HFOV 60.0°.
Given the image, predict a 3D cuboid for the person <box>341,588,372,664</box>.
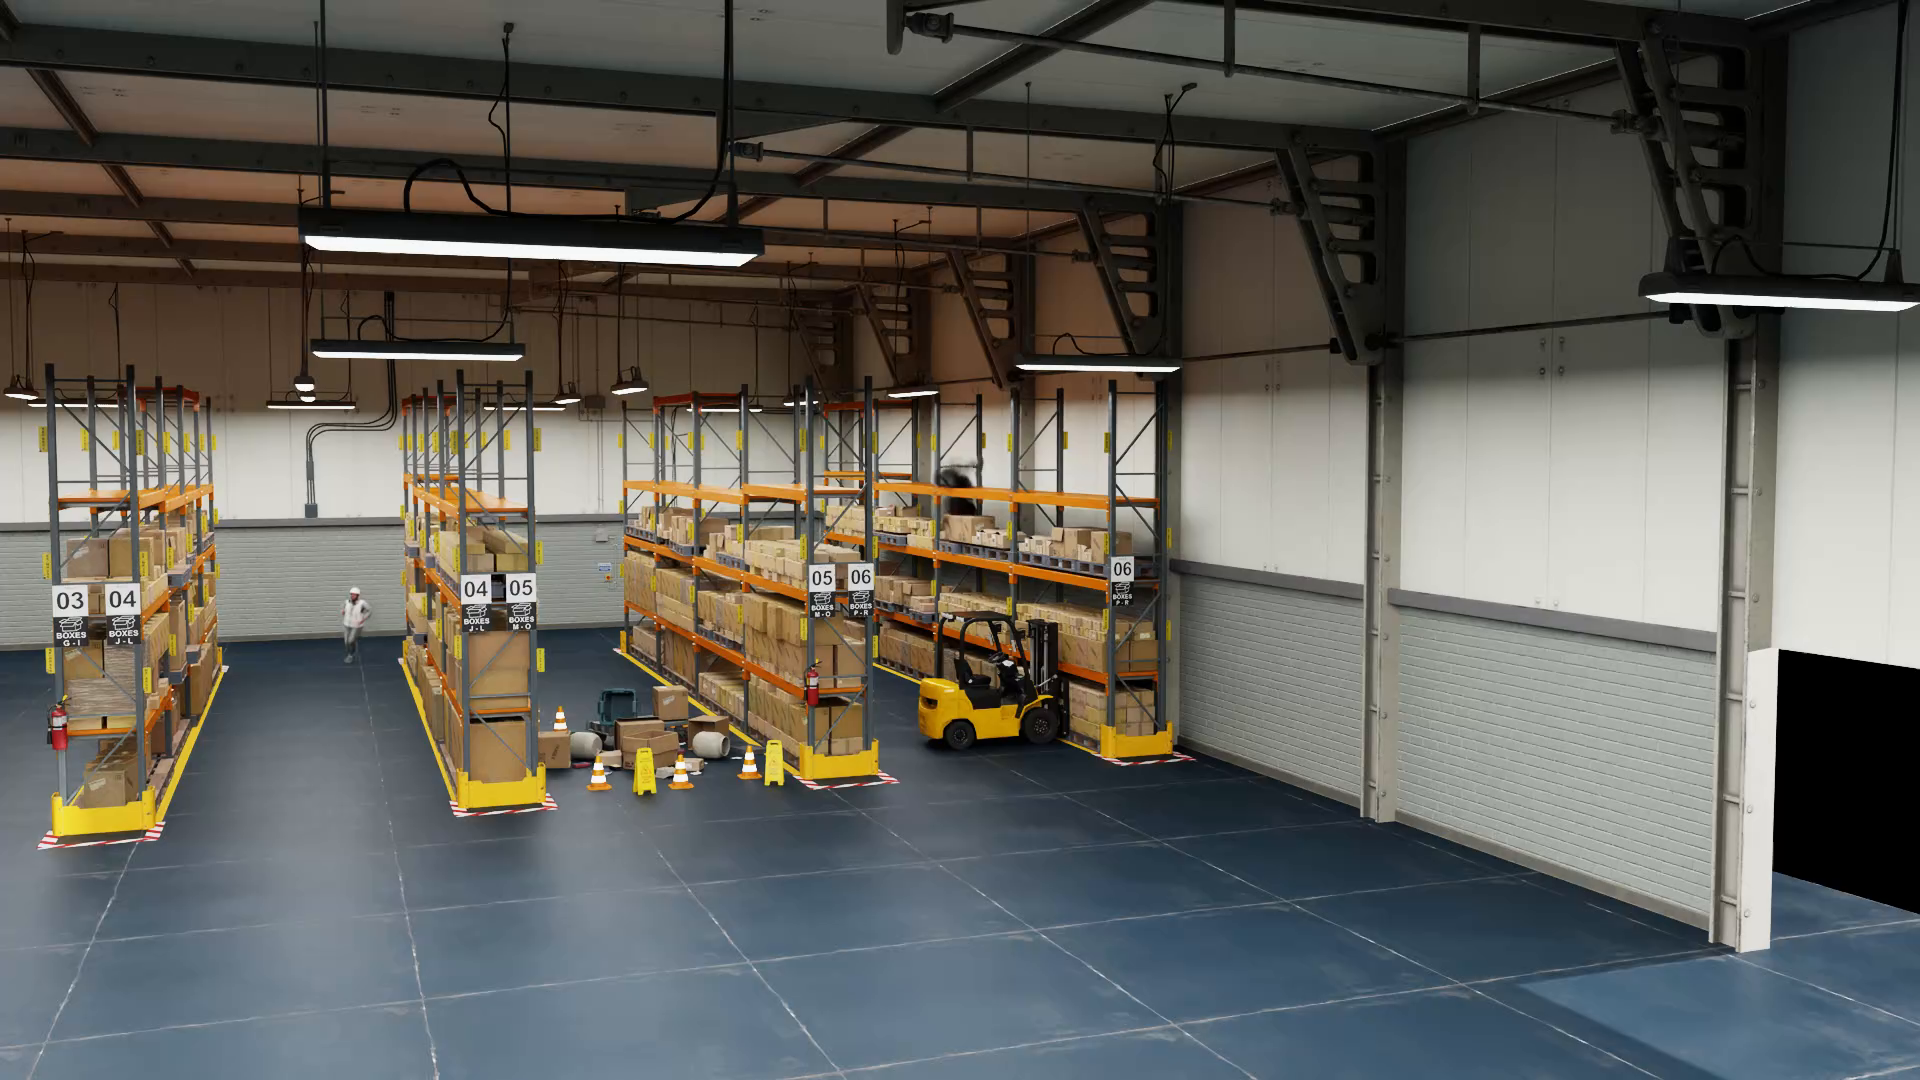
[{"bbox_3d":[-13.730,1.952,37.674,0.669,1.762,0.705,1,3,13],"label":"person"}]
